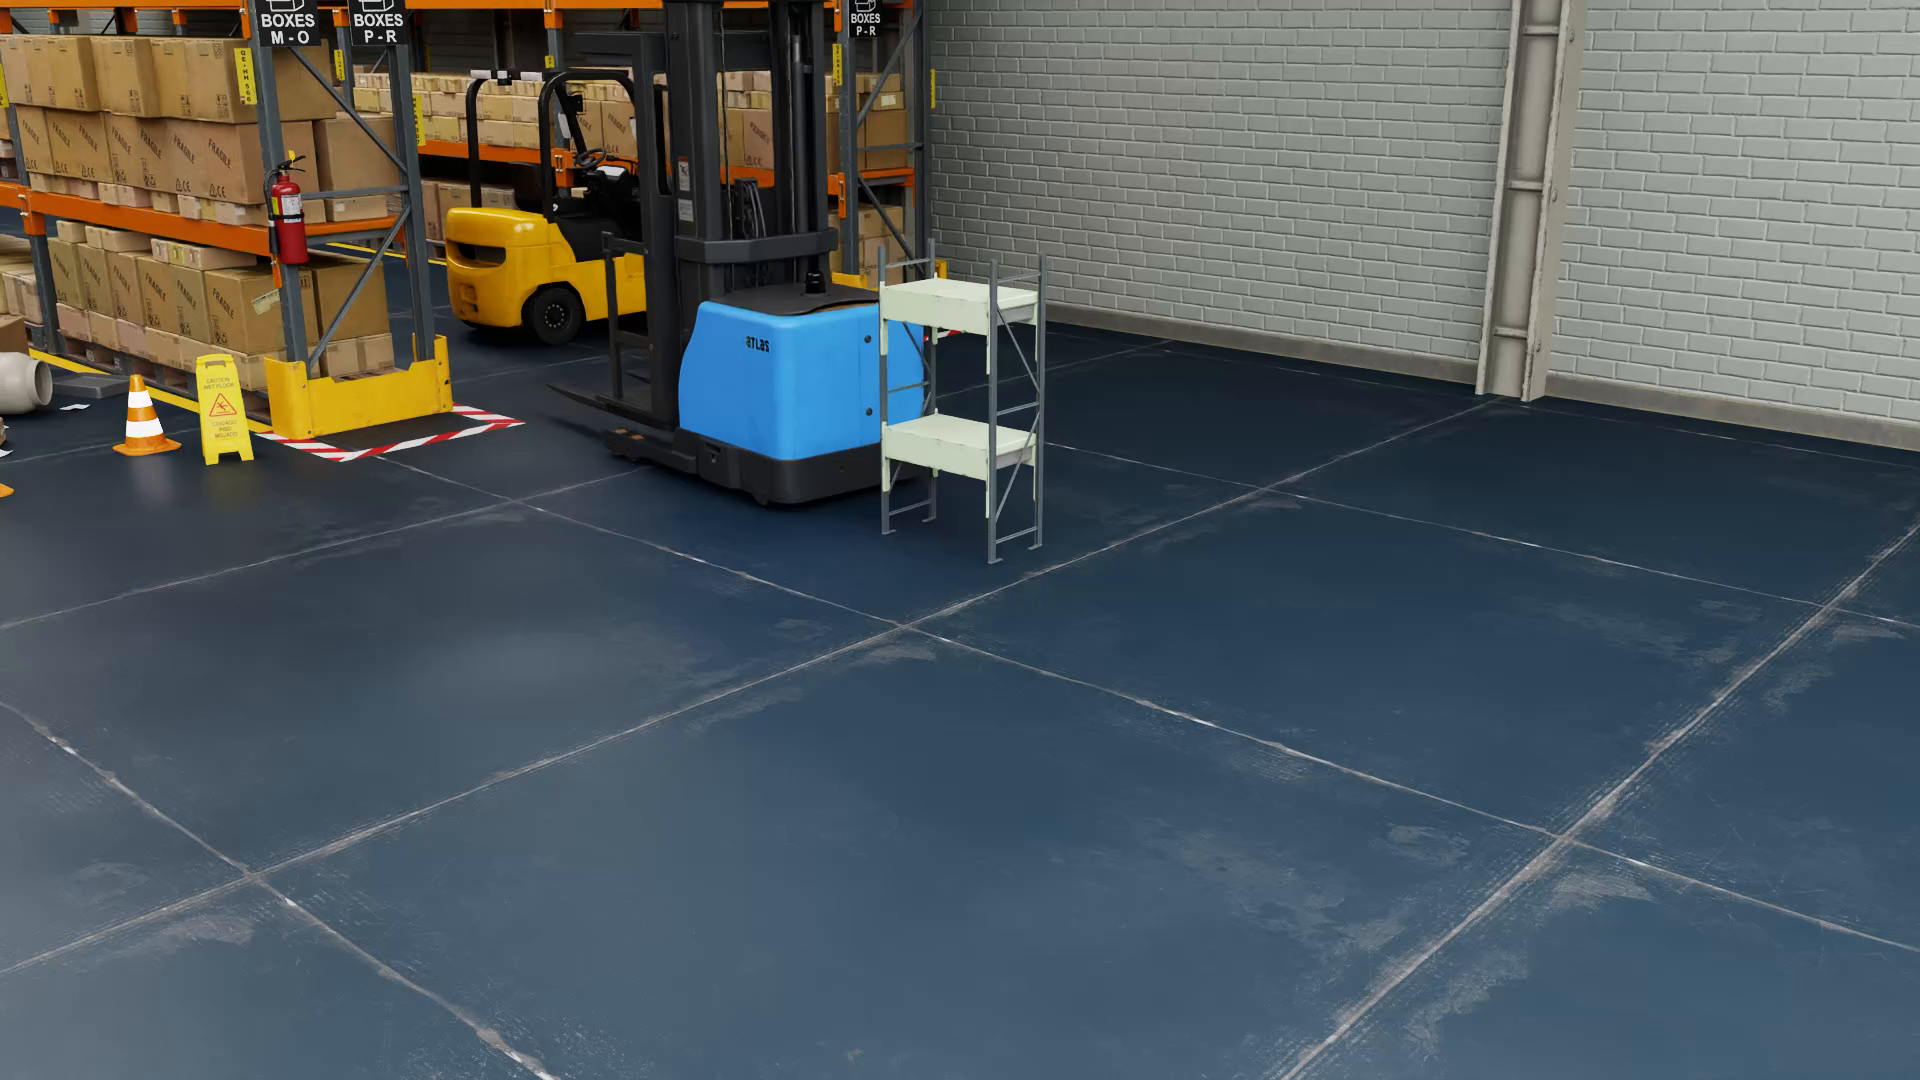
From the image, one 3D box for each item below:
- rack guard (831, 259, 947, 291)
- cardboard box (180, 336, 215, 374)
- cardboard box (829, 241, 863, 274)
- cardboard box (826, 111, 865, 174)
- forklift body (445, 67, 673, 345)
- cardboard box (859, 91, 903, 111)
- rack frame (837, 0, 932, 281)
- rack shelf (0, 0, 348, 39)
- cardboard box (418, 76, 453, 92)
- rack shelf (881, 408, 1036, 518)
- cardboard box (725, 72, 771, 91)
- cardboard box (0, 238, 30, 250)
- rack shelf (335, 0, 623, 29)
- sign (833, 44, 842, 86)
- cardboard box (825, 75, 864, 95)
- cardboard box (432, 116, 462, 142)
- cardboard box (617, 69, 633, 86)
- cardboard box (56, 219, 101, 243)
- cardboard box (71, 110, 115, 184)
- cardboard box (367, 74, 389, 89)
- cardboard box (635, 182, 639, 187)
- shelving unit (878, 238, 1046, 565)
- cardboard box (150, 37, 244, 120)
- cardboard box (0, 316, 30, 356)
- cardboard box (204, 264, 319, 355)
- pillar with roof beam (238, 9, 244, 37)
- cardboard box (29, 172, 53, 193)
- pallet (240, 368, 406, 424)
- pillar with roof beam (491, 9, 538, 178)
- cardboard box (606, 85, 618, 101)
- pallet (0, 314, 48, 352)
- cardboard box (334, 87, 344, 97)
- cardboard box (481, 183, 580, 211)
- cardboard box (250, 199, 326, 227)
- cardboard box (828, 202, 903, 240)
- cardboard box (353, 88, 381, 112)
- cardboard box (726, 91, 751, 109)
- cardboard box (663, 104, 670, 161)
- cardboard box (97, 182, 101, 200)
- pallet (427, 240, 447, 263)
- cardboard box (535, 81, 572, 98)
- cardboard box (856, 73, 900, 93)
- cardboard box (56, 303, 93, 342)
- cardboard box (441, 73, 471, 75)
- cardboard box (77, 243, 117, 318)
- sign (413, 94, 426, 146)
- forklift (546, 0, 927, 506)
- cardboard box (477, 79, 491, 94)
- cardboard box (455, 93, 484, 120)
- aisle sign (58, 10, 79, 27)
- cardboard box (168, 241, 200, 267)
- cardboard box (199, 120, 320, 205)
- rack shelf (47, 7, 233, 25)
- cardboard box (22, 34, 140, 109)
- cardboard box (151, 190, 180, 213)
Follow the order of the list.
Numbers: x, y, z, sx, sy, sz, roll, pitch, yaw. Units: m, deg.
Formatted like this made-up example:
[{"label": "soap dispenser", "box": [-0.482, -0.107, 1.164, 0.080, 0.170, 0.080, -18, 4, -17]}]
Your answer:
[{"label": "rack guard", "box": [-0.608, -2.139, 14.526, 0.348, 0.500, 1.175, 15, 23, 39]}, {"label": "cardboard box", "box": [-5.083, -1.309, 11.628, 0.500, 0.250, 0.500, 15, 23, 39]}, {"label": "cardboard box", "box": [-1.197, -2.490, 14.525, 0.500, 0.250, 0.500, 15, 23, 39]}, {"label": "cardboard box", "box": [-1.168, -3.423, 14.272, 0.500, 0.500, 0.500, 14, 23, 38]}, {"label": "forklift body", "box": [-3.255, -2.899, 14.191, 1.214, 2.155, 2.313, 15, 23, 39]}, {"label": "cardboard box", "box": [-0.707, -3.819, 14.450, 0.250, 0.149, 0.380, 14, 23, 38]}, {"label": "rack frame", "box": [-0.626, -3.336, 14.163, 0.127, 3.000, 1.000, 15, 23, 39]}, {"label": "rack shelf", "box": [-5.414, -3.700, 11.543, 4.000, 0.370, 1.077, 15, 23, 39]}, {"label": "cardboard box", "box": [-5.594, -4.911, 17.891, 0.250, 0.149, 0.380, 16, 23, 40]}, {"label": "rack shelf", "box": [0.005, -0.403, 8.479, 0.720, 0.370, 0.431, 15, 23, 39]}, {"label": "cardboard box", "box": [-1.858, -4.041, 14.658, 0.250, 0.149, 0.380, 16, 23, 41]}, {"label": "cardboard box", "box": [-8.928, -2.504, 15.192, 0.625, 0.372, 0.950, 14, 23, 38]}, {"label": "rack shelf", "box": [-5.114, -5.627, 17.614, 4.000, 0.370, 1.077, 15, 23, 39]}, {"label": "sign", "box": [-0.996, -3.880, 13.574, 0.005, 0.325, 0.100, 15, 23, 39]}, {"label": "cardboard box", "box": [-1.034, -3.858, 14.081, 0.250, 0.149, 0.380, 15, 23, 39]}, {"label": "cardboard box", "box": [-5.290, -4.418, 17.820, 0.500, 0.250, 0.500, 16, 24, 41]}, {"label": "cardboard box", "box": [-3.000, -4.350, 15.630, 0.250, 0.149, 0.380, 16, 23, 40]}, {"label": "cardboard box", "box": [-6.594, -2.353, 12.606, 0.250, 0.149, 0.380, 15, 23, 40]}, {"label": "cardboard box", "box": [-6.008, -2.854, 11.988, 0.500, 0.500, 0.500, 15, 23, 39]}, {"label": "cardboard box", "box": [-6.366, -5.115, 18.532, 0.250, 0.149, 0.380, 16, 23, 40]}, {"label": "cardboard box", "box": [-3.121, -3.450, 16.722, 0.500, 0.250, 0.500, 16, 23, 40]}, {"label": "shelving unit", "box": [0.005, -0.714, 8.381, 0.755, 1.500, 0.431, 15, 23, 39]}, {"label": "cardboard box", "box": [-4.818, -3.034, 10.904, 0.500, 0.500, 0.700, 15, 23, 40]}, {"label": "cardboard box", "box": [-7.011, -1.302, 11.883, 0.500, 0.500, 0.500, -3, 18, -8]}, {"label": "cardboard box", "box": [-4.690, -1.561, 11.182, 0.500, 0.500, 0.500, 15, 23, 40]}, {"label": "pillar with roof beam", "box": [-12.381, -7.974, 18.862, 0.400, 9.000, 9.100, 15, 23, 39]}, {"label": "cardboard box", "box": [-6.887, -2.759, 12.763, 0.250, 0.149, 0.380, 15, 23, 39]}, {"label": "pallet", "box": [-4.559, -1.069, 11.631, 1.213, 0.211, 1.003, 15, 23, 39]}, {"label": "pillar with roof beam", "box": [-7.894, -6.769, 15.066, 0.400, 9.000, 9.100, 15, 23, 39]}, {"label": "cardboard box", "box": [-3.146, -4.274, 15.884, 0.250, 0.149, 0.380, 15, 23, 39]}, {"label": "pallet", "box": [-7.493, -1.842, 14.066, 1.213, 0.211, 1.003, 15, 23, 39]}, {"label": "cardboard box", "box": [-7.613, -5.209, 19.620, 0.500, 0.250, 0.500, 14, 22, 37]}, {"label": "cardboard box", "box": [-4.591, -3.467, 17.808, 0.625, 0.625, 0.875, 15, 23, 39]}, {"label": "cardboard box", "box": [-4.340, -2.119, 10.744, 0.250, 0.149, 0.380, 16, 24, 41]}, {"label": "cardboard box", "box": [-0.860, -2.841, 14.803, 0.500, 0.250, 0.500, 15, 23, 38]}, {"label": "cardboard box", "box": [-6.456, -4.959, 18.699, 0.500, 0.250, 0.500, 15, 23, 39]}, {"label": "cardboard box", "box": [-1.844, -3.904, 14.718, 0.250, 0.149, 0.380, 14, 22, 38]}, {"label": "cardboard box", "box": [-2.679, -3.836, 15.575, 0.500, 0.500, 0.500, 15, 23, 39]}, {"label": "cardboard box", "box": [-6.063, -2.570, 12.166, 0.250, 0.149, 0.380, 15, 23, 39]}, {"label": "pallet", "box": [-5.111, -3.194, 18.326, 1.213, 0.211, 1.003, 15, 23, 39]}, {"label": "cardboard box", "box": [-4.021, -4.514, 16.638, 0.250, 0.149, 0.380, 16, 24, 41]}, {"label": "cardboard box", "box": [-0.735, -3.950, 14.370, 0.250, 0.149, 0.380, 14, 23, 38]}, {"label": "cardboard box", "box": [-6.648, -1.725, 12.940, 0.500, 0.250, 0.500, 14, 22, 37]}, {"label": "cardboard box", "box": [-5.579, -5.153, 18.651, 0.250, 0.149, 0.380, 14, 23, 38]}, {"label": "cardboard box", "box": [-6.239, -1.978, 12.496, 0.500, 0.500, 0.500, 16, 24, 41]}, {"label": "sign", "box": [-3.558, -2.747, 10.878, 0.005, 0.325, 0.100, 15, 23, 39]}, {"label": "forklift", "box": [-1.540, -1.959, 9.940, 1.130, 2.935, 3.031, -15, 23, -39]}, {"label": "cardboard box", "box": [-4.813, -4.712, 17.264, 0.250, 0.149, 0.380, 14, 23, 38]}, {"label": "cardboard box", "box": [-4.923, -4.552, 17.417, 0.500, 0.250, 0.500, 16, 23, 40]}, {"label": "aisle sign", "box": [-12.839, -7.734, 23.727, 0.004, 0.787, 0.394, 15, 23, 39]}, {"label": "cardboard box", "box": [-5.195, -1.980, 11.430, 0.250, 0.149, 0.380, 16, 23, 40]}, {"label": "cardboard box", "box": [-4.507, -2.448, 10.709, 0.500, 0.500, 0.500, 15, 23, 38]}, {"label": "rack shelf", "box": [-11.097, -7.233, 22.676, 4.000, 0.370, 1.077, 15, 23, 39]}, {"label": "cardboard box", "box": [-6.357, -3.436, 12.170, 0.500, 0.500, 0.700, 15, 23, 40]}, {"label": "cardboard box", "box": [-5.343, -2.360, 11.504, 0.250, 0.149, 0.380, 15, 23, 39]}]
